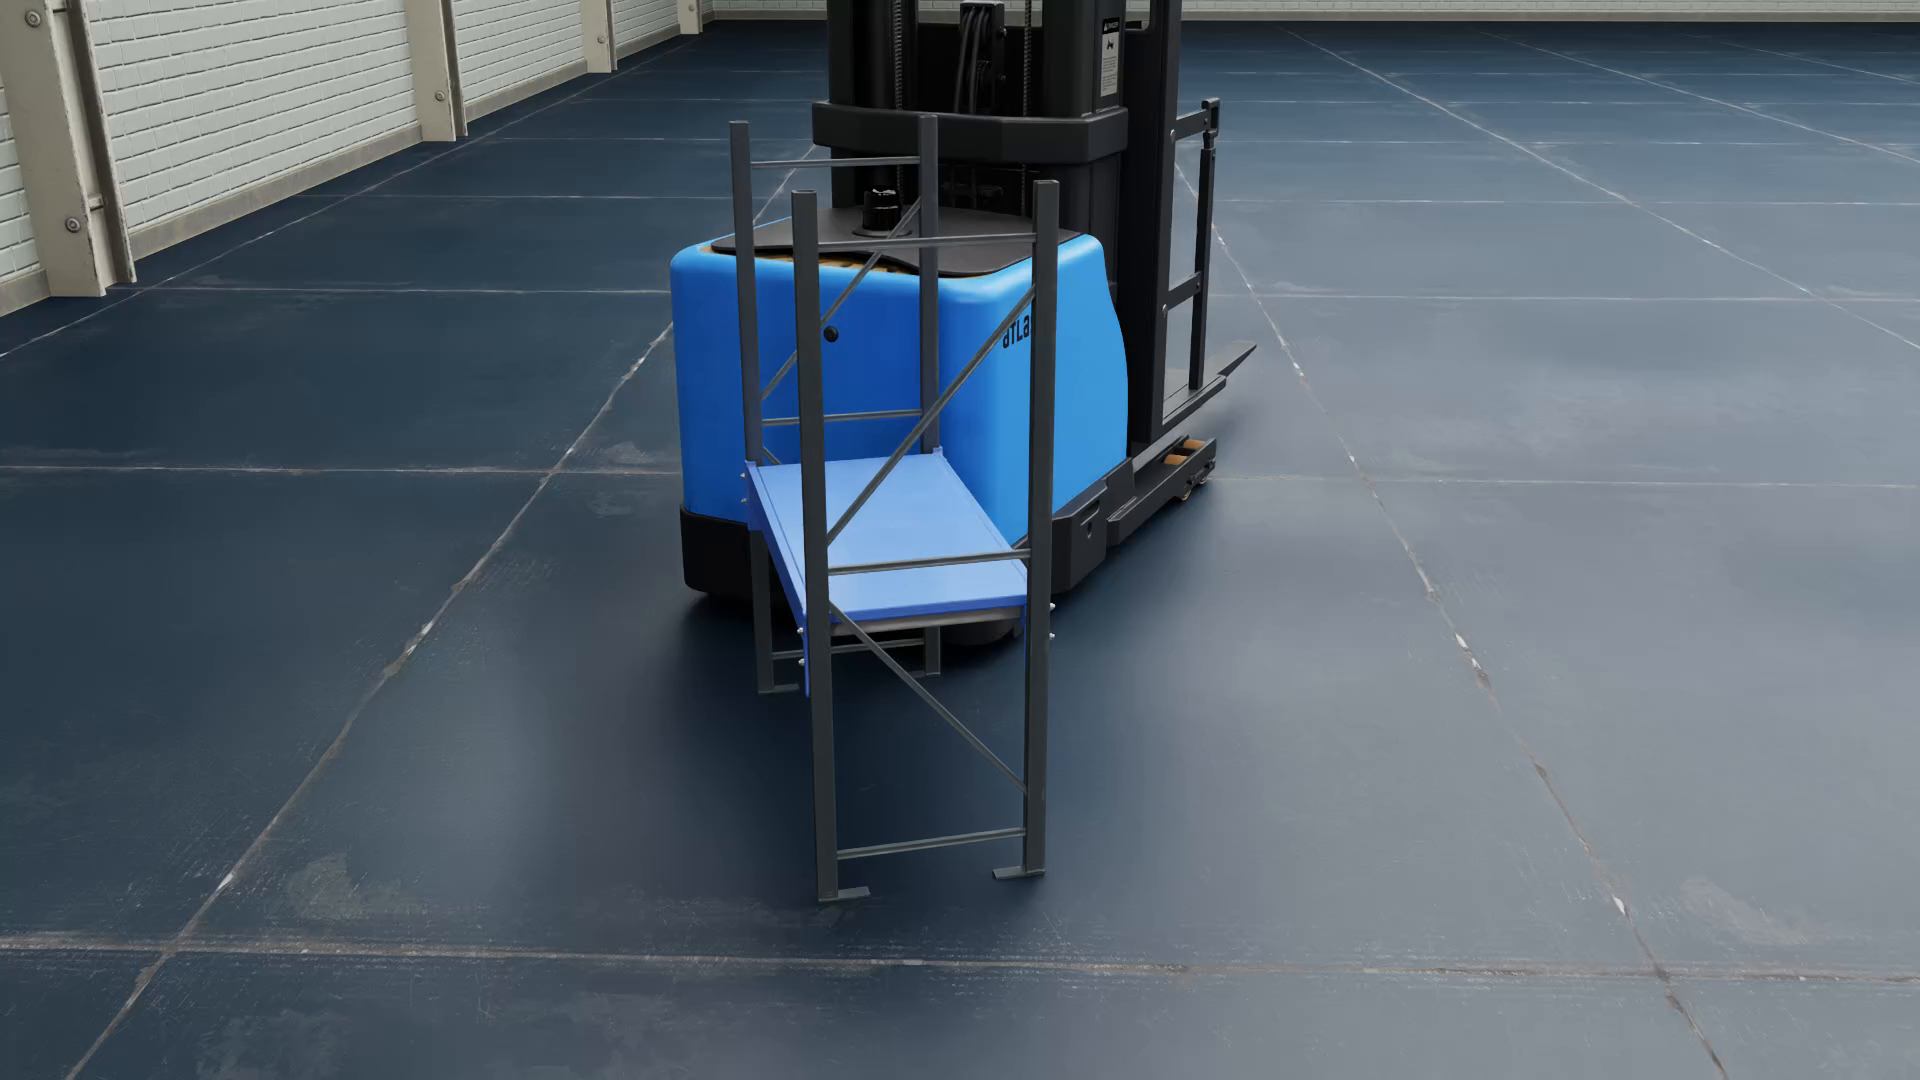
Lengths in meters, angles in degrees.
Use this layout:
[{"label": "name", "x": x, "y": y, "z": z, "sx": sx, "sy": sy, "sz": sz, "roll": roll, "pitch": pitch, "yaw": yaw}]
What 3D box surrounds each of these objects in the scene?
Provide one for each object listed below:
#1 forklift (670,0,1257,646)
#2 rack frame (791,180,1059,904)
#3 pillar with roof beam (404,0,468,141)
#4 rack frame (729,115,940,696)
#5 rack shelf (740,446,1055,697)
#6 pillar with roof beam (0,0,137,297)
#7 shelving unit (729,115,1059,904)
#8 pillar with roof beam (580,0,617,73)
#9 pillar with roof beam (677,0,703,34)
[{"label": "forklift", "x": 0.281, "y": -1.568, "z": 5.519, "sx": 1.130, "sy": 2.935, "sz": 3.031, "roll": 10, "pitch": 23, "yaw": 25}, {"label": "rack frame", "x": -0.061, "y": 0.048, "z": 3.332, "sx": 0.500, "sy": 1.500, "sz": 0.032, "roll": -5, "pitch": 22, "yaw": -13}, {"label": "pillar with roof beam", "x": -0.249, "y": -7.691, "z": 12.910, "sx": 9.100, "sy": 9.000, "sz": 0.400, "roll": 1, "pitch": 21, "yaw": 2}, {"label": "rack frame", "x": -0.301, "y": -0.309, "z": 4.253, "sx": 0.500, "sy": 1.500, "sz": 0.032, "roll": -5, "pitch": 22, "yaw": -13}, {"label": "rack shelf", "x": -0.181, "y": 0.037, "z": 3.857, "sx": 0.538, "sy": 0.185, "sz": 1.000, "roll": -5, "pitch": 22, "yaw": -13}, {"label": "pillar with roof beam", "x": -0.432, "y": -5.521, "z": 7.319, "sx": 9.100, "sy": 9.000, "sz": 0.400, "roll": 1, "pitch": 21, "yaw": 2}, {"label": "shelving unit", "x": -0.181, "y": -0.131, "z": 3.792, "sx": 0.538, "sy": 1.500, "sz": 1.048, "roll": -5, "pitch": 22, "yaw": -13}, {"label": "pillar with roof beam", "x": -0.067, "y": -9.860, "z": 18.501, "sx": 9.100, "sy": 9.000, "sz": 0.400, "roll": 1, "pitch": 21, "yaw": 2}, {"label": "pillar with roof beam", "x": 0.116, "y": -12.030, "z": 24.092, "sx": 9.100, "sy": 9.000, "sz": 0.400, "roll": 1, "pitch": 21, "yaw": 2}]
